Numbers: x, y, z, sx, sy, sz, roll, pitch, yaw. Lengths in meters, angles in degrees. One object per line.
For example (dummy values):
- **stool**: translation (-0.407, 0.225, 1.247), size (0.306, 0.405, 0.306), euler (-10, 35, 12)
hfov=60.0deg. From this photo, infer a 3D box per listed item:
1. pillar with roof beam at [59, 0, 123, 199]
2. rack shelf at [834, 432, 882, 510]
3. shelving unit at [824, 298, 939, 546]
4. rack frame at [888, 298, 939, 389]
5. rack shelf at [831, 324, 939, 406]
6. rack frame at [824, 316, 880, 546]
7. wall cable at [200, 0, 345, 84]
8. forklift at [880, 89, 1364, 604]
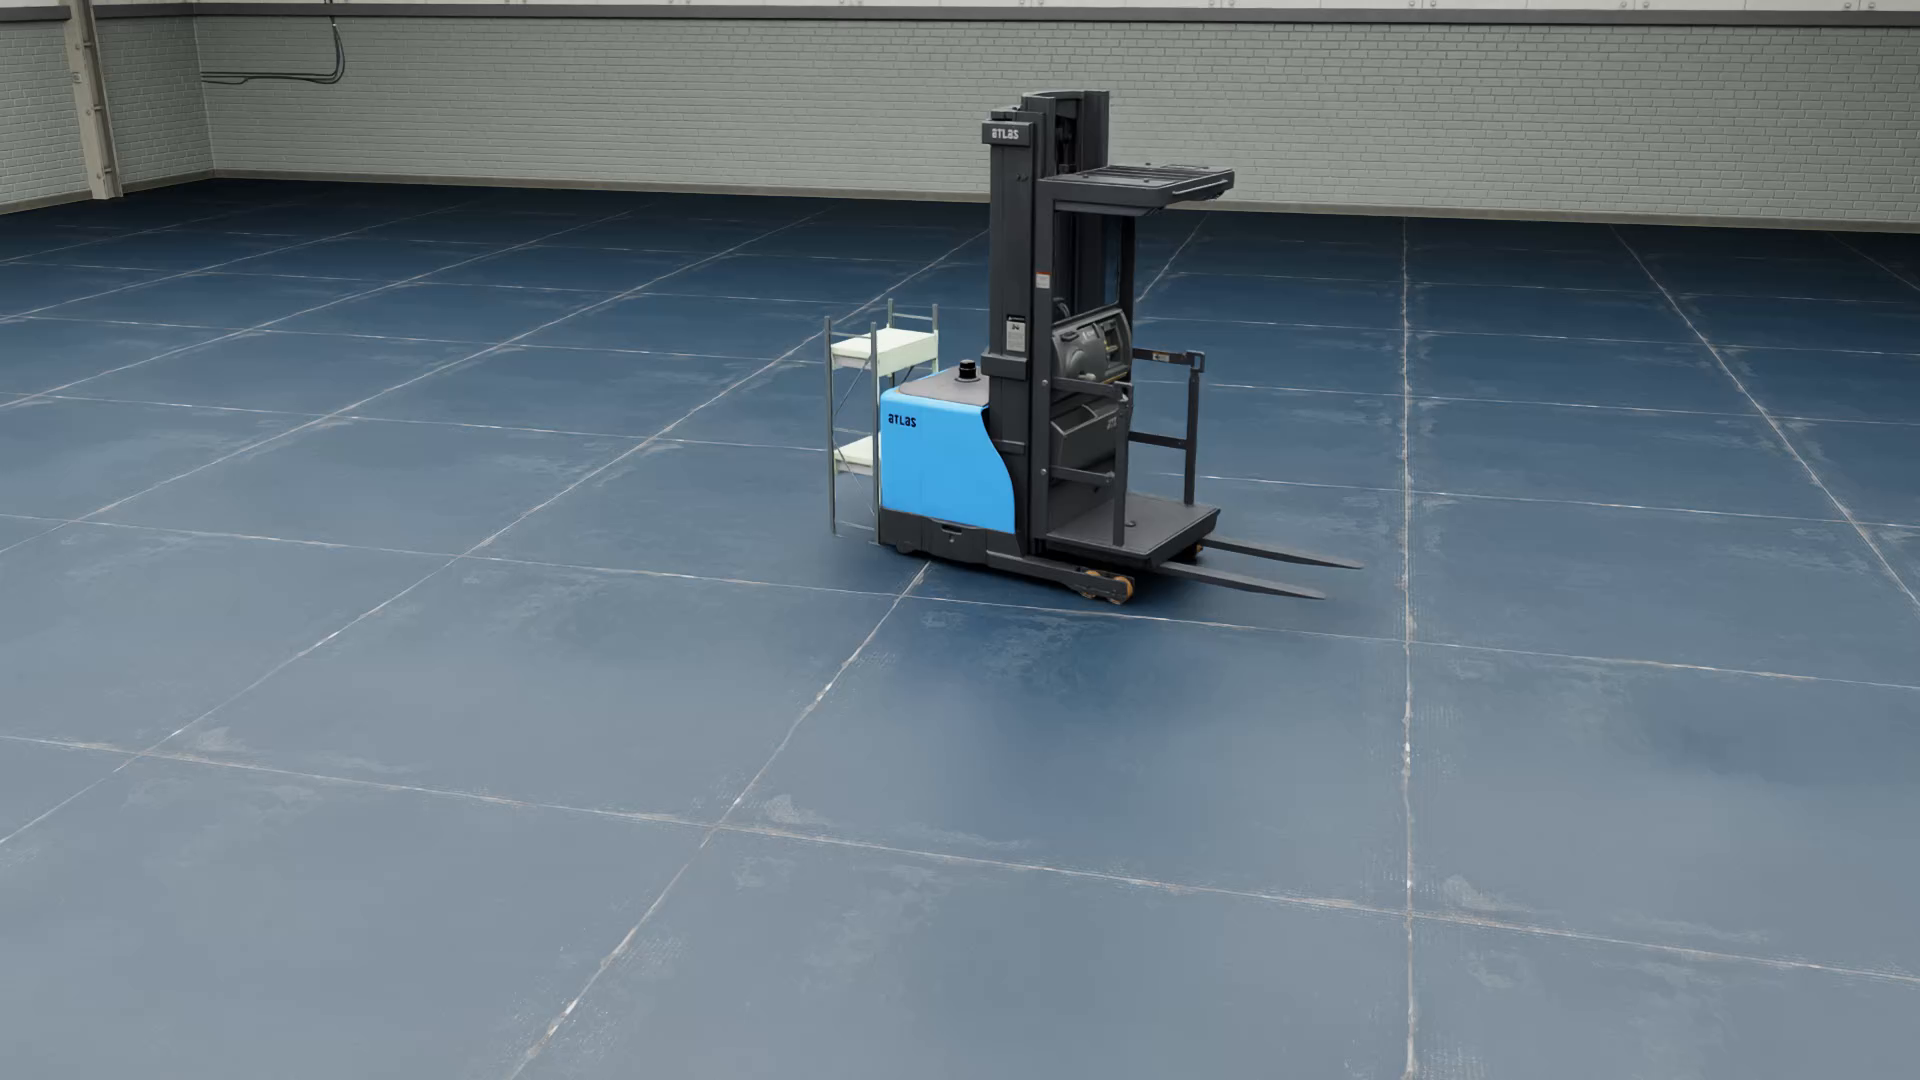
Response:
- **pillar with roof beam**: translation (-10.276, -9.724, 25.735), size (9.100, 9.000, 0.400), euler (5, 19, 13)
- **rack shelf**: translation (-0.513, -0.501, 11.343), size (0.431, 0.370, 0.720), euler (11, 22, 30)
- **shelving unit**: translation (-0.513, -0.810, 11.237), size (0.431, 1.500, 0.755), euler (11, 22, 30)
- **rack frame**: translation (-0.320, -0.910, 11.531), size (0.400, 1.500, 0.023), euler (11, 22, 30)
- **rack shelf**: translation (-0.513, -1.179, 11.111), size (0.431, 0.370, 0.720), euler (11, 22, 30)
- **rack frame**: translation (-0.707, -0.709, 10.944), size (0.400, 1.500, 0.023), euler (11, 22, 30)
- **wall cable**: translation (-12.449, -9.414, 29.630), size (3.097, 2.526, 0.112), euler (5, 19, 13)
- **forklift**: translation (0.991, -1.195, 10.150), size (3.031, 2.935, 1.130), euler (12, 22, 31)
